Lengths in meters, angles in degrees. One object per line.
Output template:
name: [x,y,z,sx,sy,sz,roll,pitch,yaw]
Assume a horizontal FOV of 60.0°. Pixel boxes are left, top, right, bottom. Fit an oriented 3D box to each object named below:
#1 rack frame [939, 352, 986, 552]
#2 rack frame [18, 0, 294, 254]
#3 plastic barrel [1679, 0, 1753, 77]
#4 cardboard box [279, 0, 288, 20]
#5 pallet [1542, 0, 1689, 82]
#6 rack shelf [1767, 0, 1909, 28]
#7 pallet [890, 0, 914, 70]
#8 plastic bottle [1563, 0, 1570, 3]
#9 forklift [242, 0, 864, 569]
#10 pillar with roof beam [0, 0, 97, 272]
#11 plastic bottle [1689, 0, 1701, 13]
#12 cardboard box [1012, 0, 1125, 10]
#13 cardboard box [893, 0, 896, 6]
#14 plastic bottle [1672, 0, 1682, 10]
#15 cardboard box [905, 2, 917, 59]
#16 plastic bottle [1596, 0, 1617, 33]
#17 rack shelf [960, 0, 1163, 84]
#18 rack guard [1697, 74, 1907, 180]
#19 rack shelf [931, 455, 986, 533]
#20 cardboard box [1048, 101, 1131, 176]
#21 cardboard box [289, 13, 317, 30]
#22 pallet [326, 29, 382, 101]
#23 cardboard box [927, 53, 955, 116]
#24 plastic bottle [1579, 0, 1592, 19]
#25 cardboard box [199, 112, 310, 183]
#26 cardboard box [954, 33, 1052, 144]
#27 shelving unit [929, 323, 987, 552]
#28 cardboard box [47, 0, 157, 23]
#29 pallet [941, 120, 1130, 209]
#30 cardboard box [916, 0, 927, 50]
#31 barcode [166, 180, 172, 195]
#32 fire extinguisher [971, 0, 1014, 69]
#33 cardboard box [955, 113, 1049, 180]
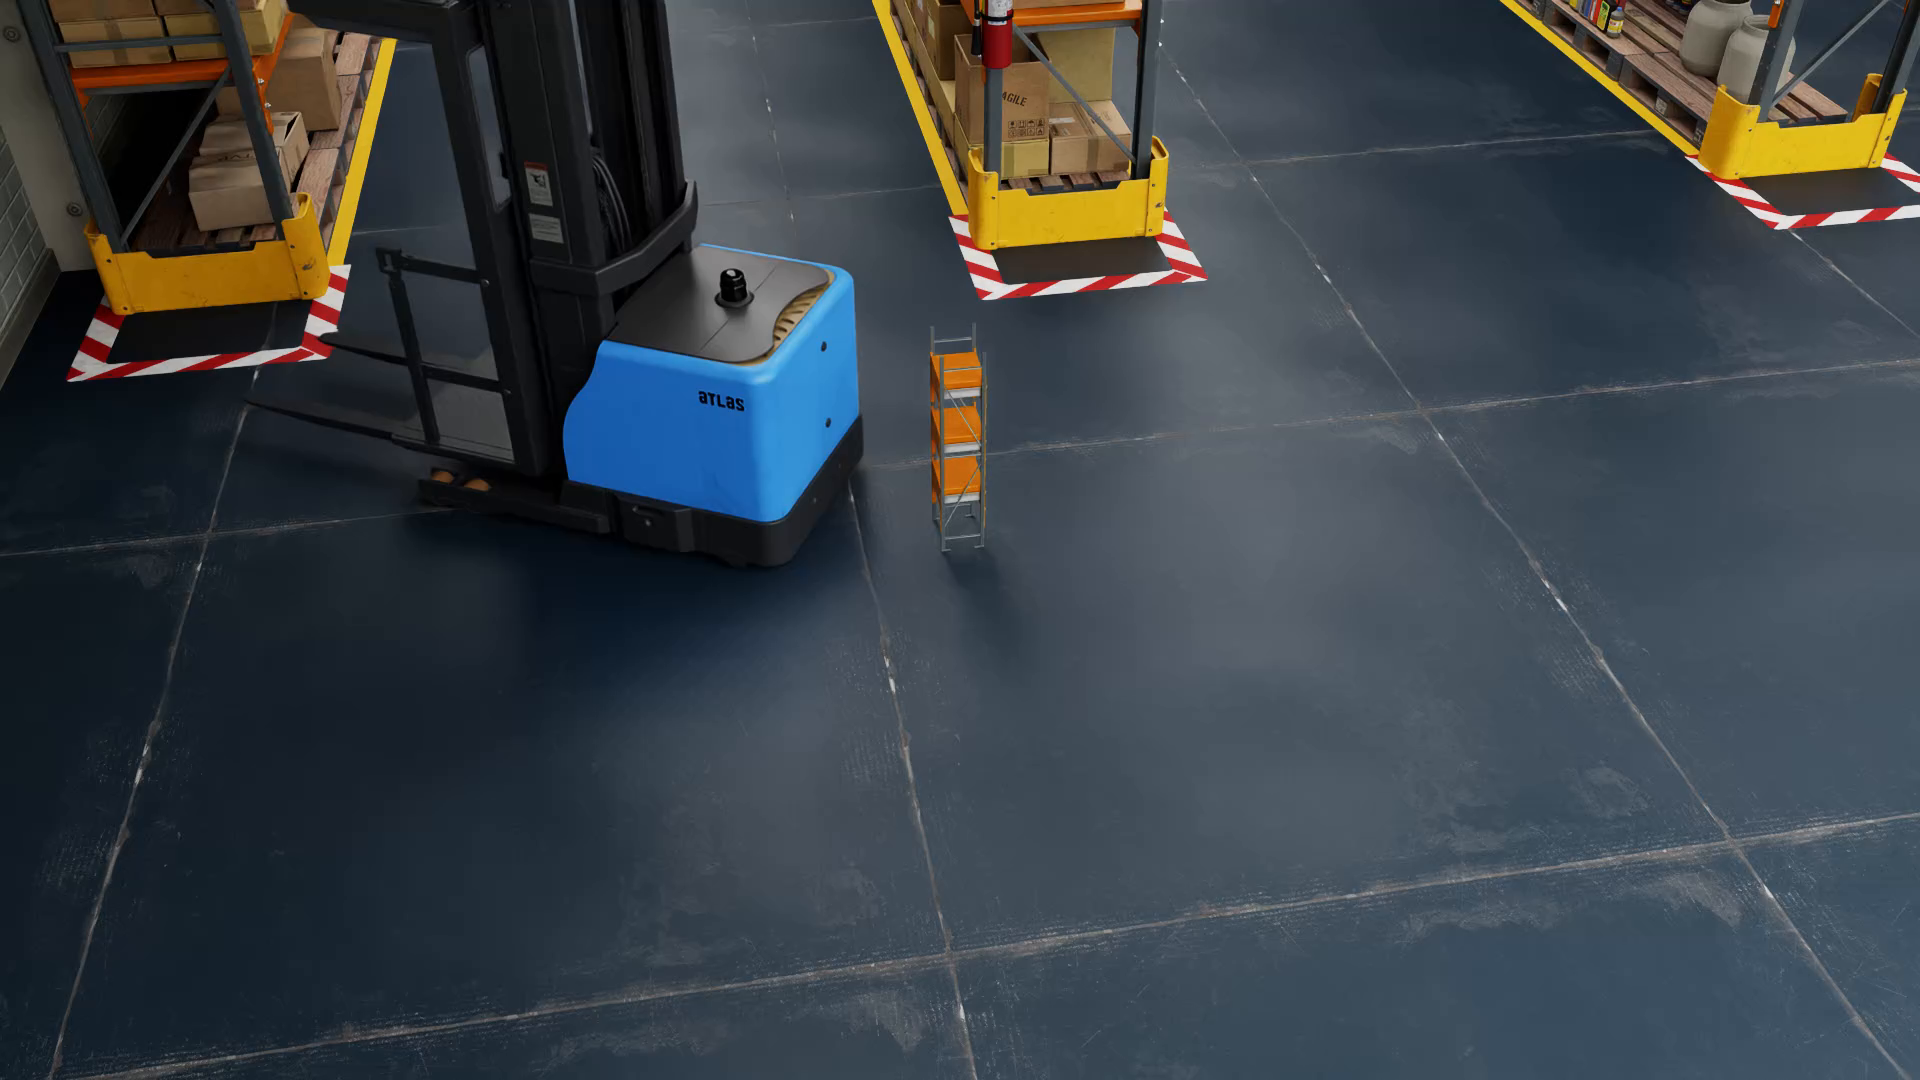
rack frame: [0.012,-0.373,7.375,0.200,1.050,0.008,-6,38,-8]
rack frame: [-4.235,-2.568,8.610,1.000,3.000,0.127,-6,38,-8]
plastic barrel: [5.240,-3.509,11.507,0.421,0.512,0.421,0,38,0]
cardboard box: [-4.113,-3.157,9.475,0.500,0.250,0.500,-7,38,-9]
pallet: [5.111,-3.799,12.468,1.003,0.211,1.213,-6,38,-8]
rack shelf: [5.168,-4.557,11.757,1.077,0.370,4.000,-6,38,-8]
pallet: [0.038,-3.933,12.640,1.003,0.211,1.213,-6,38,-8]
plastic bottle: [4.658,-4.274,12.607,0.144,0.351,0.185,-7,38,-8]
forklift: [-2.046,-1.573,7.386,3.031,2.935,1.130,12,39,15]
pillar with roof beam: [-0.971,-5.729,7.790,9.100,9.000,0.400,-6,38,-8]
plastic bottle: [5.486,-4.001,12.311,0.061,0.283,0.133,-6,38,-7]
cardboard box: [0.572,-3.425,9.633,0.700,0.500,0.500,-6,38,-8]
cardboard box: [-0.277,-4.286,12.721,0.500,0.250,0.500,-6,38,-8]
plastic bottle: [5.430,-4.125,12.481,0.097,0.271,0.097,0,38,0]
cardboard box: [-0.112,-3.681,11.942,0.500,0.250,0.500,-6,38,-8]
plastic bottle: [4.727,-3.865,12.135,0.061,0.283,0.133,-5,38,-7]
rack shelf: [0.291,-4.027,11.074,1.077,0.370,4.000,-6,38,-8]
rack guard: [5.459,-2.687,10.801,1.175,0.500,0.348,-6,38,-8]
rack shelf: [-0.009,-0.219,7.647,0.215,0.259,0.240,-6,38,-8]
cardboard box: [0.766,-2.530,10.461,0.500,0.250,0.500,-6,38,-8]
cardboard box: [-4.715,-3.548,11.550,0.500,0.500,0.500,-9,39,-11]
pallet: [-4.784,-3.481,12.058,1.003,0.211,1.213,-6,38,-8]
cardboard box: [0.068,-3.077,11.165,0.500,0.250,0.500,-6,38,-8]
plastic bottle: [4.724,-4.032,12.357,0.152,0.276,0.135,-7,38,-9]
cardboard box: [-4.367,-2.451,10.293,0.500,0.311,0.500,-3,38,-4]
cardboard box: [0.254,-2.771,10.159,0.500,0.500,0.500,-6,38,-8]
shelving unit: [-0.009,-0.447,7.470,0.215,1.050,0.252,-6,38,-8]
cardboard box: [-4.527,-3.074,8.757,0.500,0.500,0.500,-7,38,-8]
pallet: [0.466,-2.459,10.743,1.003,0.211,1.213,-6,38,-8]
cardboard box: [-0.022,-3.675,11.323,0.500,0.500,0.500,-6,38,-8]
barcode: [-4.665,-2.079,9.806,0.001,0.075,0.075,-6,38,-8]
fire extinguisher: [0.205,-2.951,9.166,0.296,0.674,0.183,-6,38,-8]
cardboard box: [0.257,-2.475,10.389,0.500,0.250,0.500,-6,38,-8]
